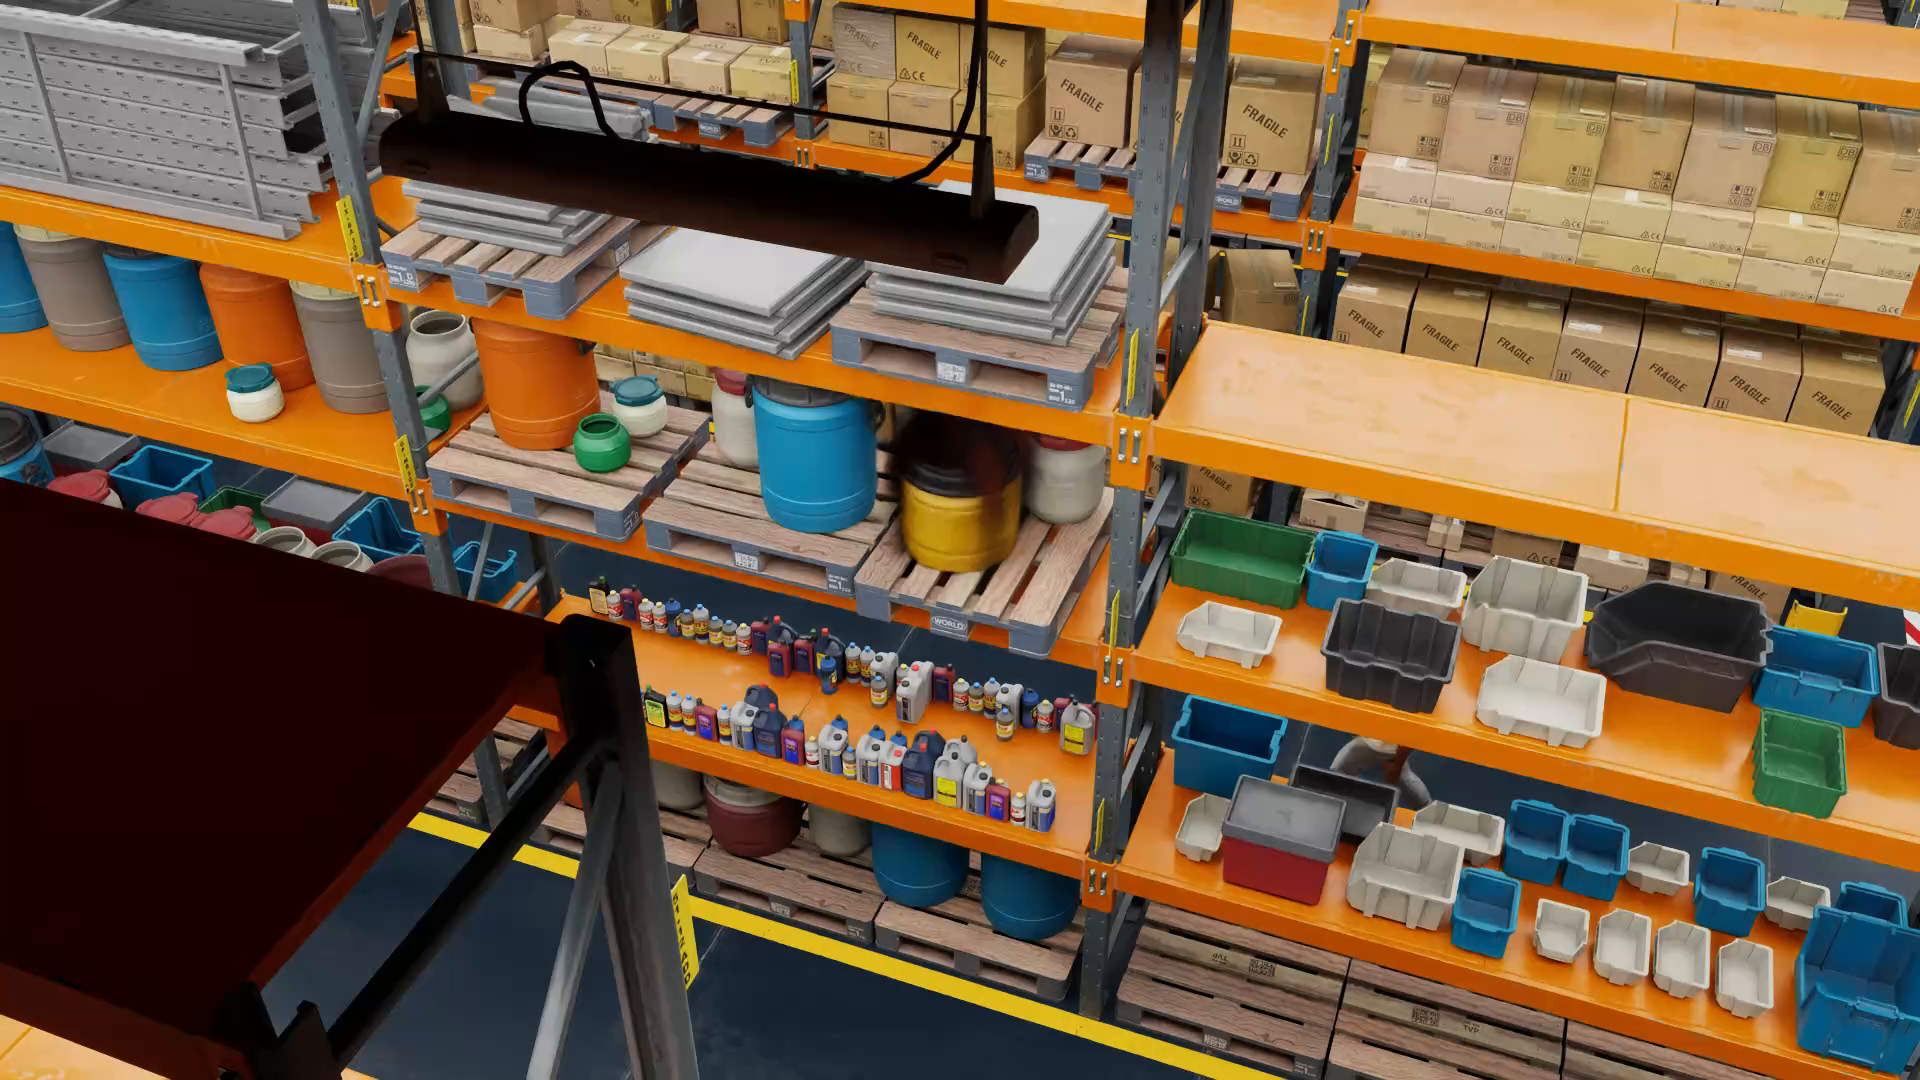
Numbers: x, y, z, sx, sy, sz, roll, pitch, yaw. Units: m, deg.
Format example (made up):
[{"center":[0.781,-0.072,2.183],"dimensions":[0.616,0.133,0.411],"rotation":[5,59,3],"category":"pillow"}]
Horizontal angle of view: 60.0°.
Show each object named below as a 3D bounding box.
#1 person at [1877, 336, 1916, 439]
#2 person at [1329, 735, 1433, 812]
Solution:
[{"center":[7.314,-1.113,13.526],"dimensions":[0.874,1.748,0.680],"rotation":[-2,37,-2],"category":"person"},{"center":[2.590,1.146,10.194],"dimensions":[0.997,1.722,0.576],"rotation":[17,40,22],"category":"person"}]
